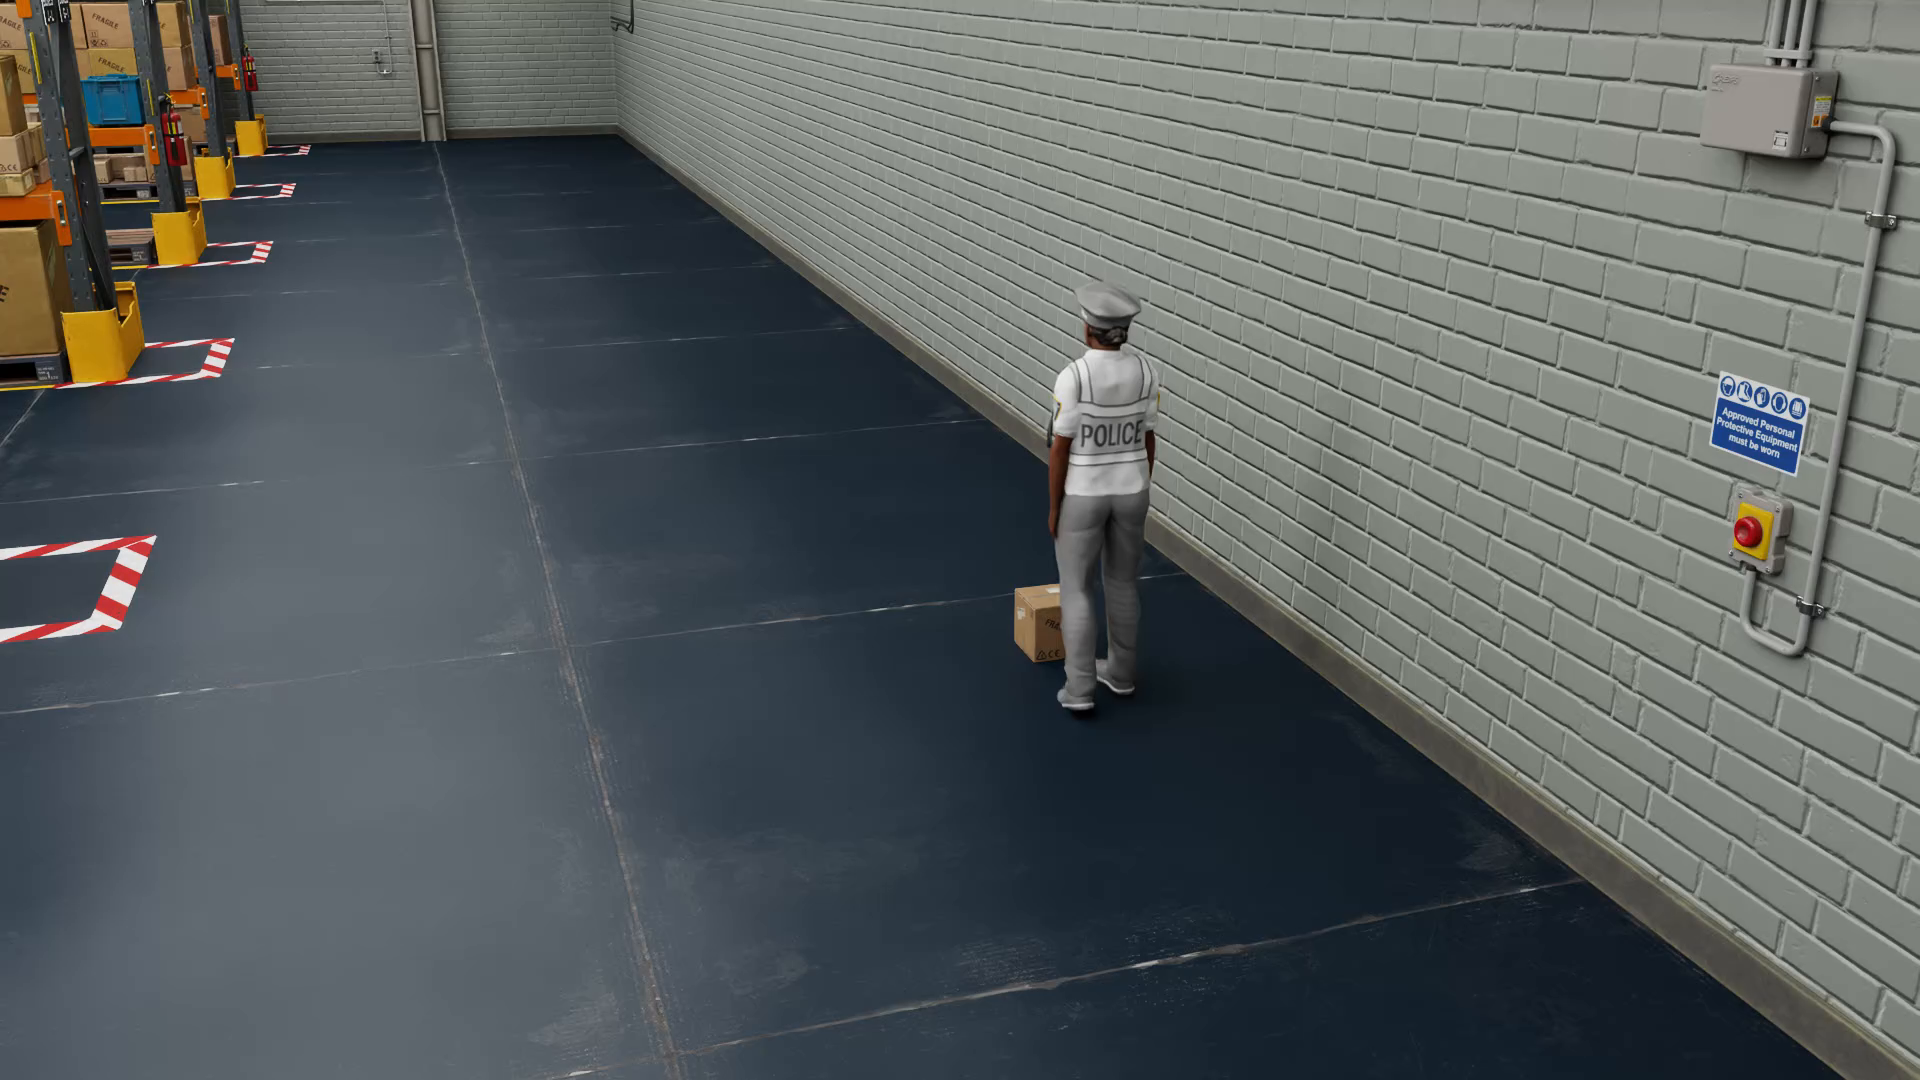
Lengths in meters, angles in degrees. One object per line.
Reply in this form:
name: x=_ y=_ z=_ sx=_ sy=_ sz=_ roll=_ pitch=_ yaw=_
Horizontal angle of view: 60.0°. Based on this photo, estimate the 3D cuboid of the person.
person: x=0.542 y=-0.153 z=6.518 sx=0.442 sy=1.715 sz=0.415 roll=-6 pitch=20 yaw=-16
